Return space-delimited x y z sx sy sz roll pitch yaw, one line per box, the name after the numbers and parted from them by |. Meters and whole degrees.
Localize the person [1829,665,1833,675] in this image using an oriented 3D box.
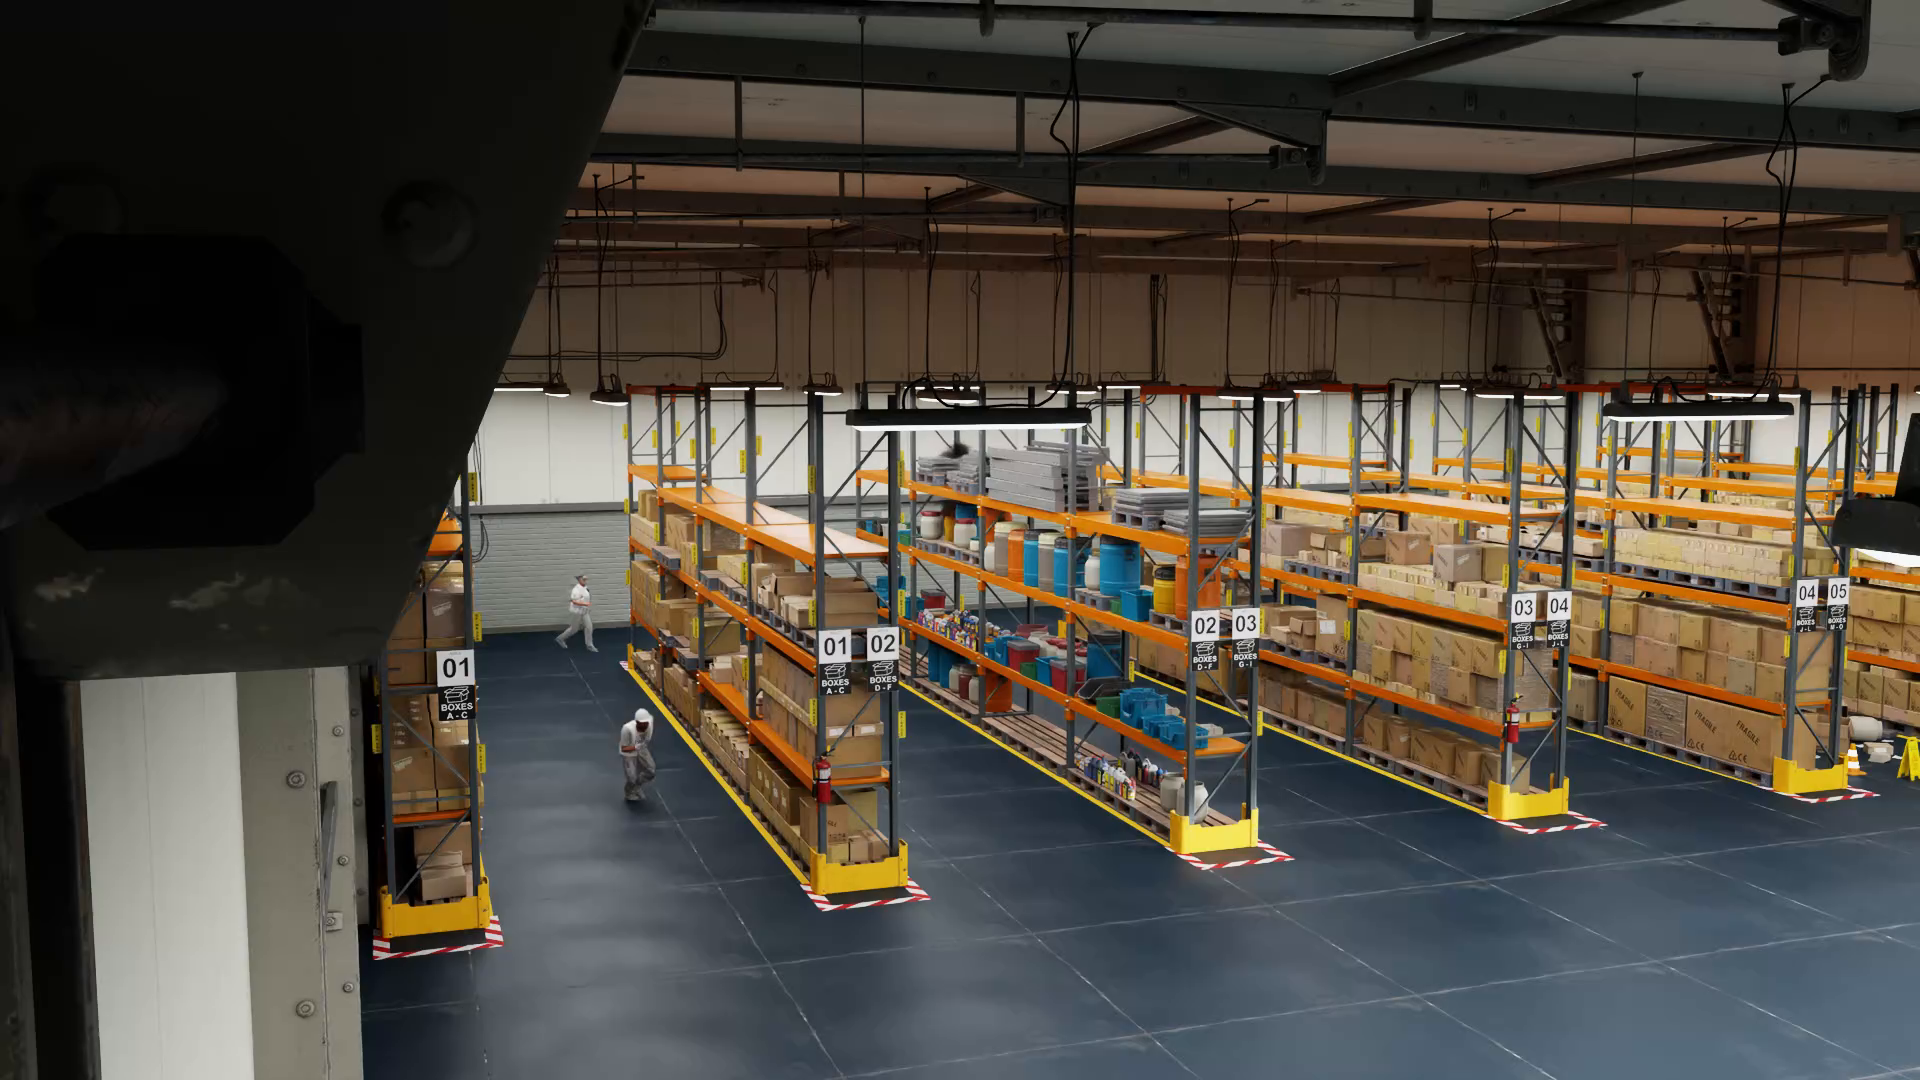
17.194 2.024 33.401 0.688 1.771 0.885 -3 7 -25 | person

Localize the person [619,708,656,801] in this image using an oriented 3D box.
-4.644 3.103 24.002 0.676 1.476 0.993 -4 7 -37 | person

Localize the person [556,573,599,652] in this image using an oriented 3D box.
-8.567 1.617 37.226 0.975 1.782 0.633 2 6 16 | person

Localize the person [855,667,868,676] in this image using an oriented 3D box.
-1.991 2.149 31.934 0.627 1.759 0.868 -5 7 -37 | person
